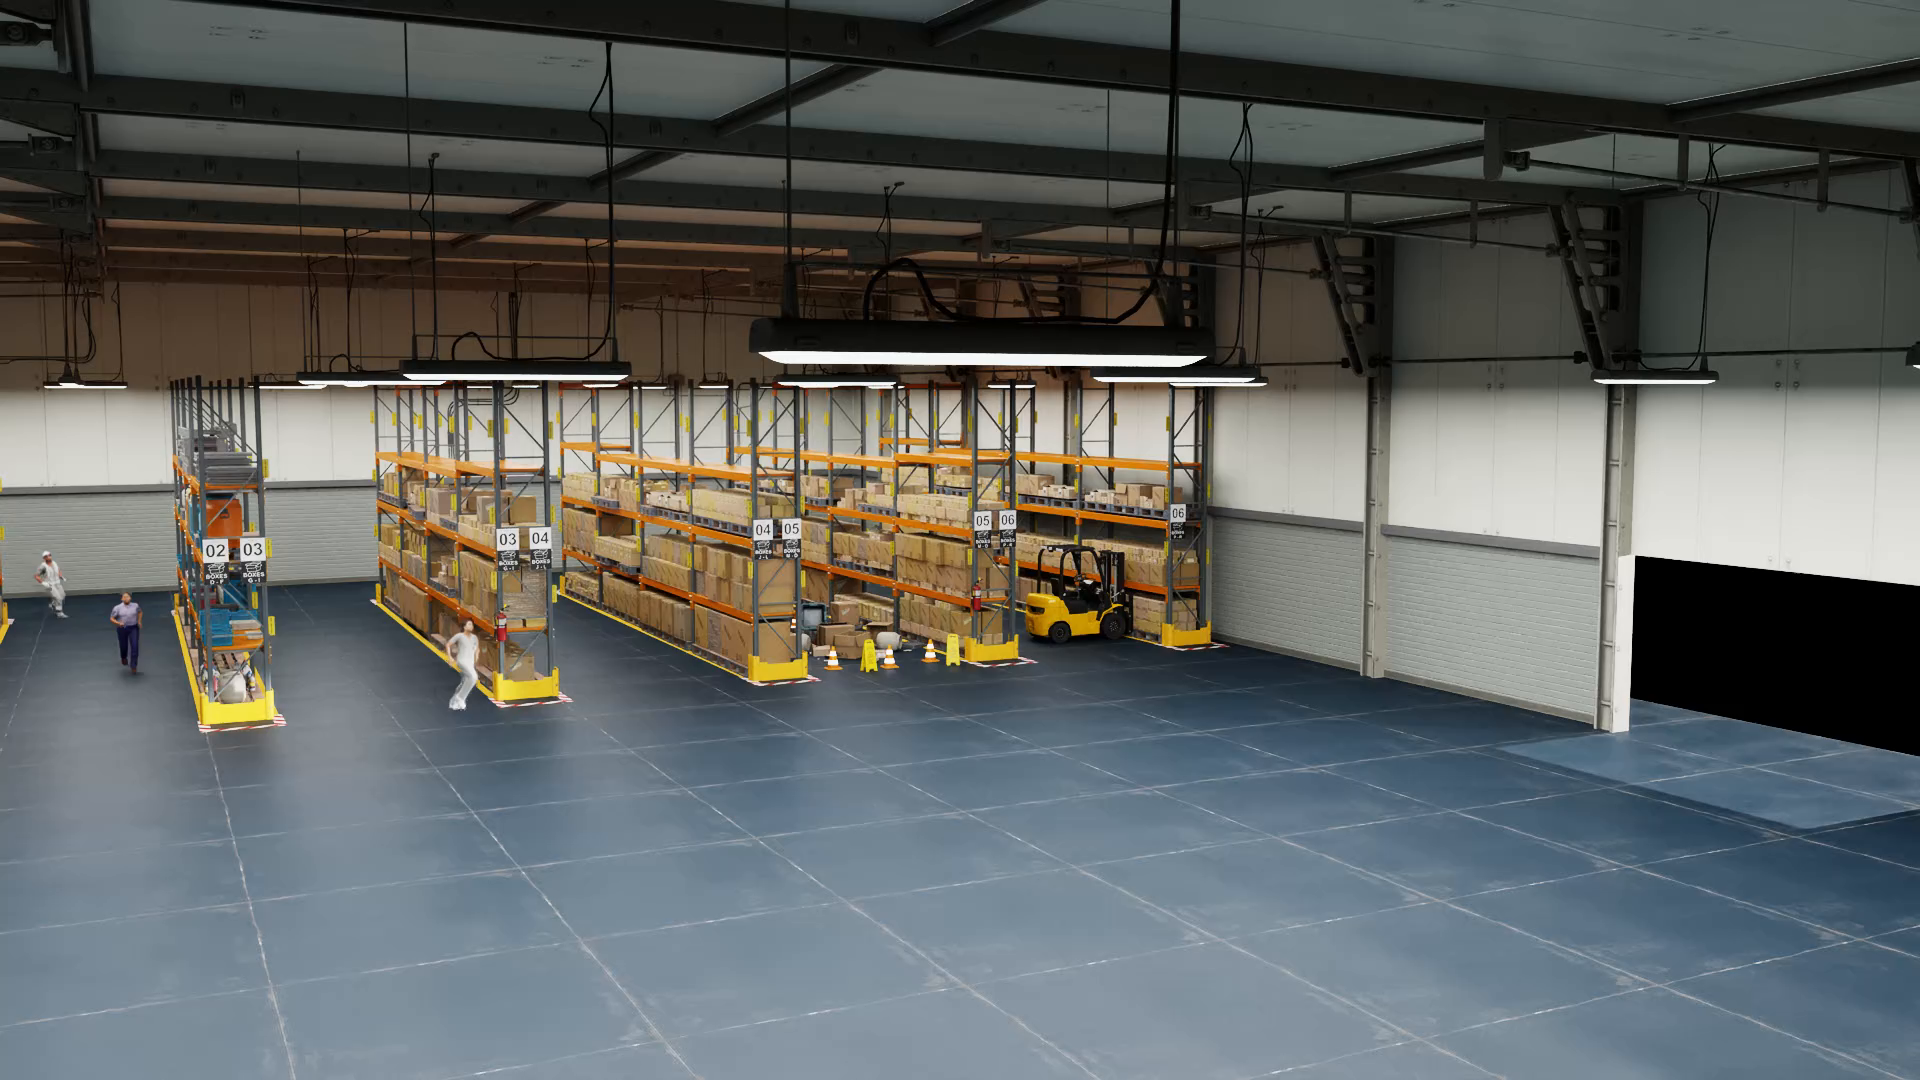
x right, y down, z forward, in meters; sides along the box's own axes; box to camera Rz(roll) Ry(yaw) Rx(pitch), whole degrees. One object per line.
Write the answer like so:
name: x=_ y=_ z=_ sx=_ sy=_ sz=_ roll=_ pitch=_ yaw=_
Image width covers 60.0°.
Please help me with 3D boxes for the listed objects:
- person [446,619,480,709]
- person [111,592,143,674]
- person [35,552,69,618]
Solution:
person: x=-8.886 y=2.231 z=30.026 sx=0.621 sy=1.606 sz=0.572 roll=3 pitch=6 yaw=31
person: x=-17.050 y=1.924 z=34.077 sx=0.610 sy=1.564 sz=0.896 roll=-3 pitch=6 yaw=-32
person: x=-22.900 y=1.133 z=41.871 sx=0.652 sy=1.713 sz=0.715 roll=2 pitch=6 yaw=24
